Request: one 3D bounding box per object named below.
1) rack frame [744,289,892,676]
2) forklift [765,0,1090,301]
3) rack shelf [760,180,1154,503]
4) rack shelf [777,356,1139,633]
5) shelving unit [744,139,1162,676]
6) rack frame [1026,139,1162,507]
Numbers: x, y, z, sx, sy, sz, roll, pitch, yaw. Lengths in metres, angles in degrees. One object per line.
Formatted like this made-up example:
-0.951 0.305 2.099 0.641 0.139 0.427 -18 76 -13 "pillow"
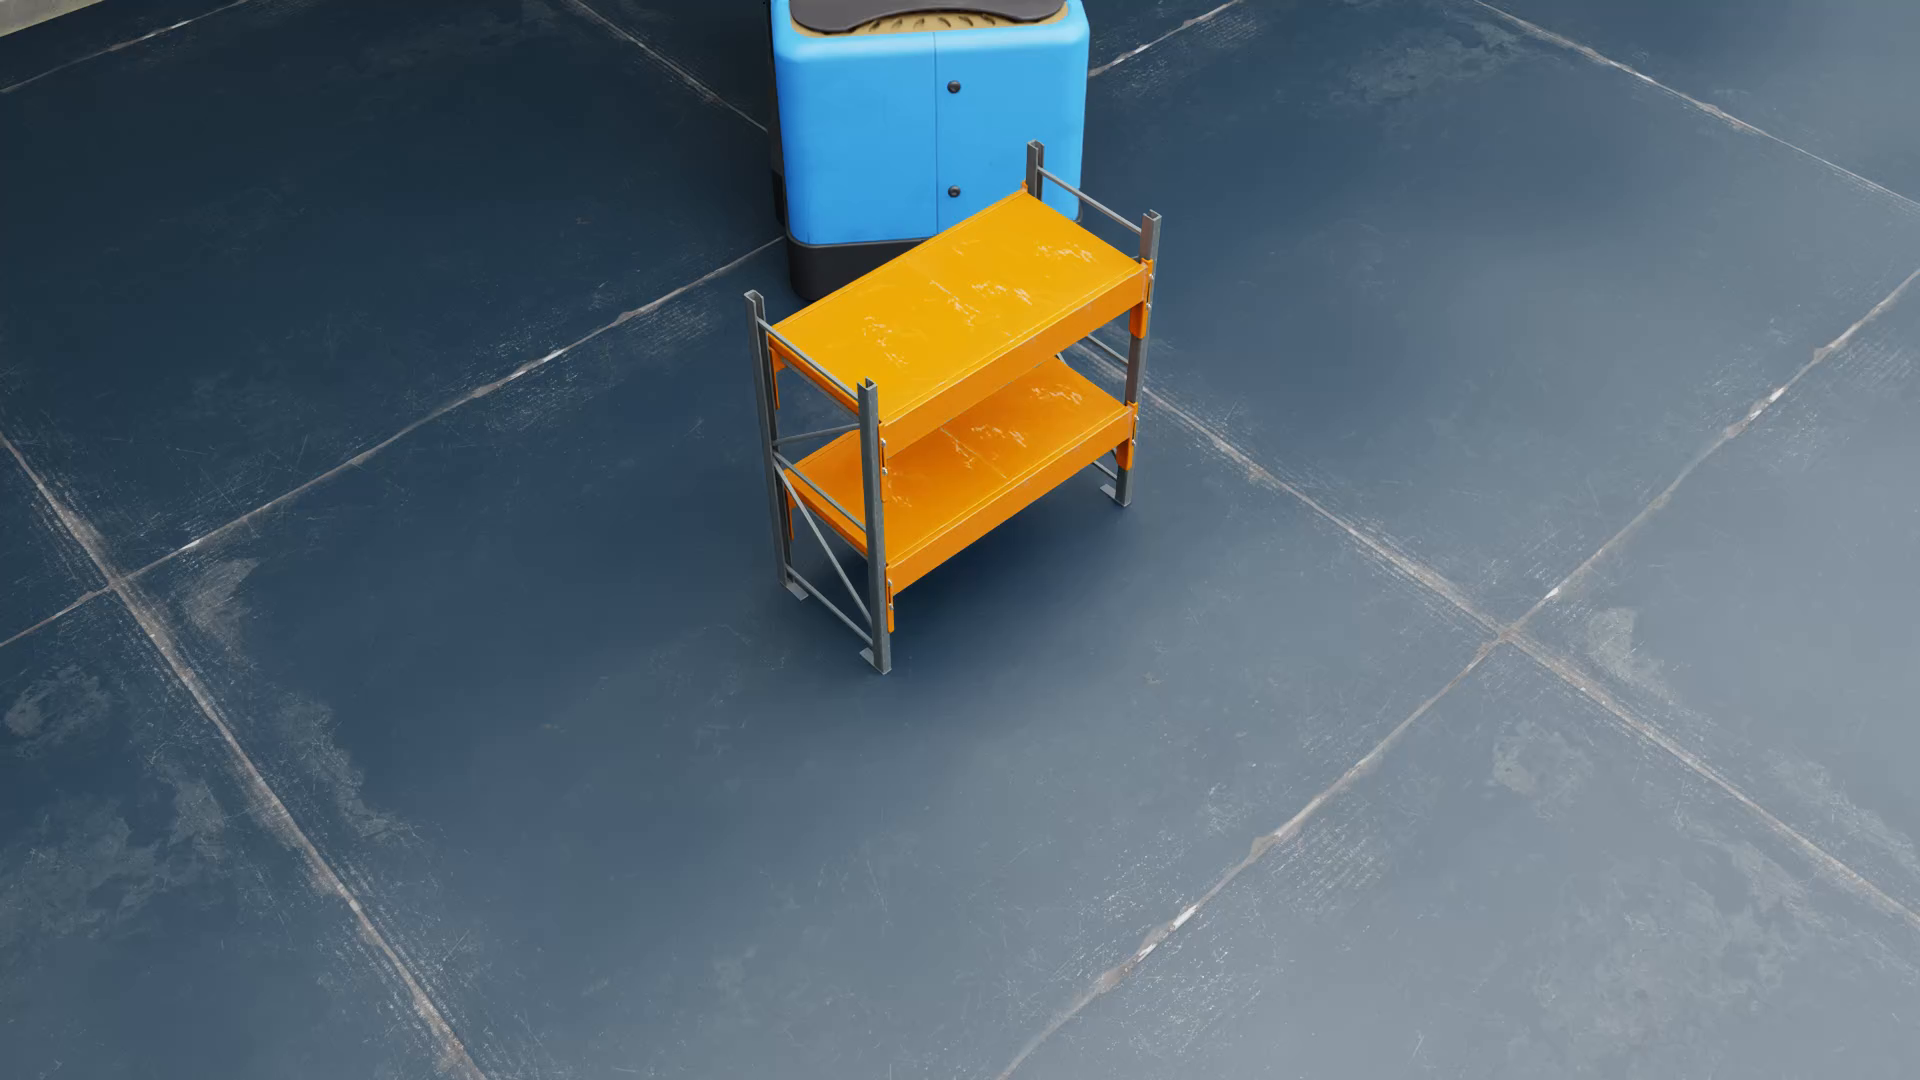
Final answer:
-0.381 -0.127 4.602 0.032 1.125 0.500 -34 56 -27 "rack frame"
-0.242 -2.937 5.966 1.130 2.935 3.031 -5 47 -4 "forklift"
-0.005 -0.577 4.618 1.000 0.278 0.538 -34 56 -27 "rack shelf"
-0.005 -0.212 5.013 1.000 0.278 0.538 -34 56 -27 "rack shelf"
-0.005 -0.378 4.834 1.048 1.125 0.538 -34 56 -27 "shelving unit"
0.371 -0.629 5.065 0.032 1.125 0.500 -34 56 -27 "rack frame"
